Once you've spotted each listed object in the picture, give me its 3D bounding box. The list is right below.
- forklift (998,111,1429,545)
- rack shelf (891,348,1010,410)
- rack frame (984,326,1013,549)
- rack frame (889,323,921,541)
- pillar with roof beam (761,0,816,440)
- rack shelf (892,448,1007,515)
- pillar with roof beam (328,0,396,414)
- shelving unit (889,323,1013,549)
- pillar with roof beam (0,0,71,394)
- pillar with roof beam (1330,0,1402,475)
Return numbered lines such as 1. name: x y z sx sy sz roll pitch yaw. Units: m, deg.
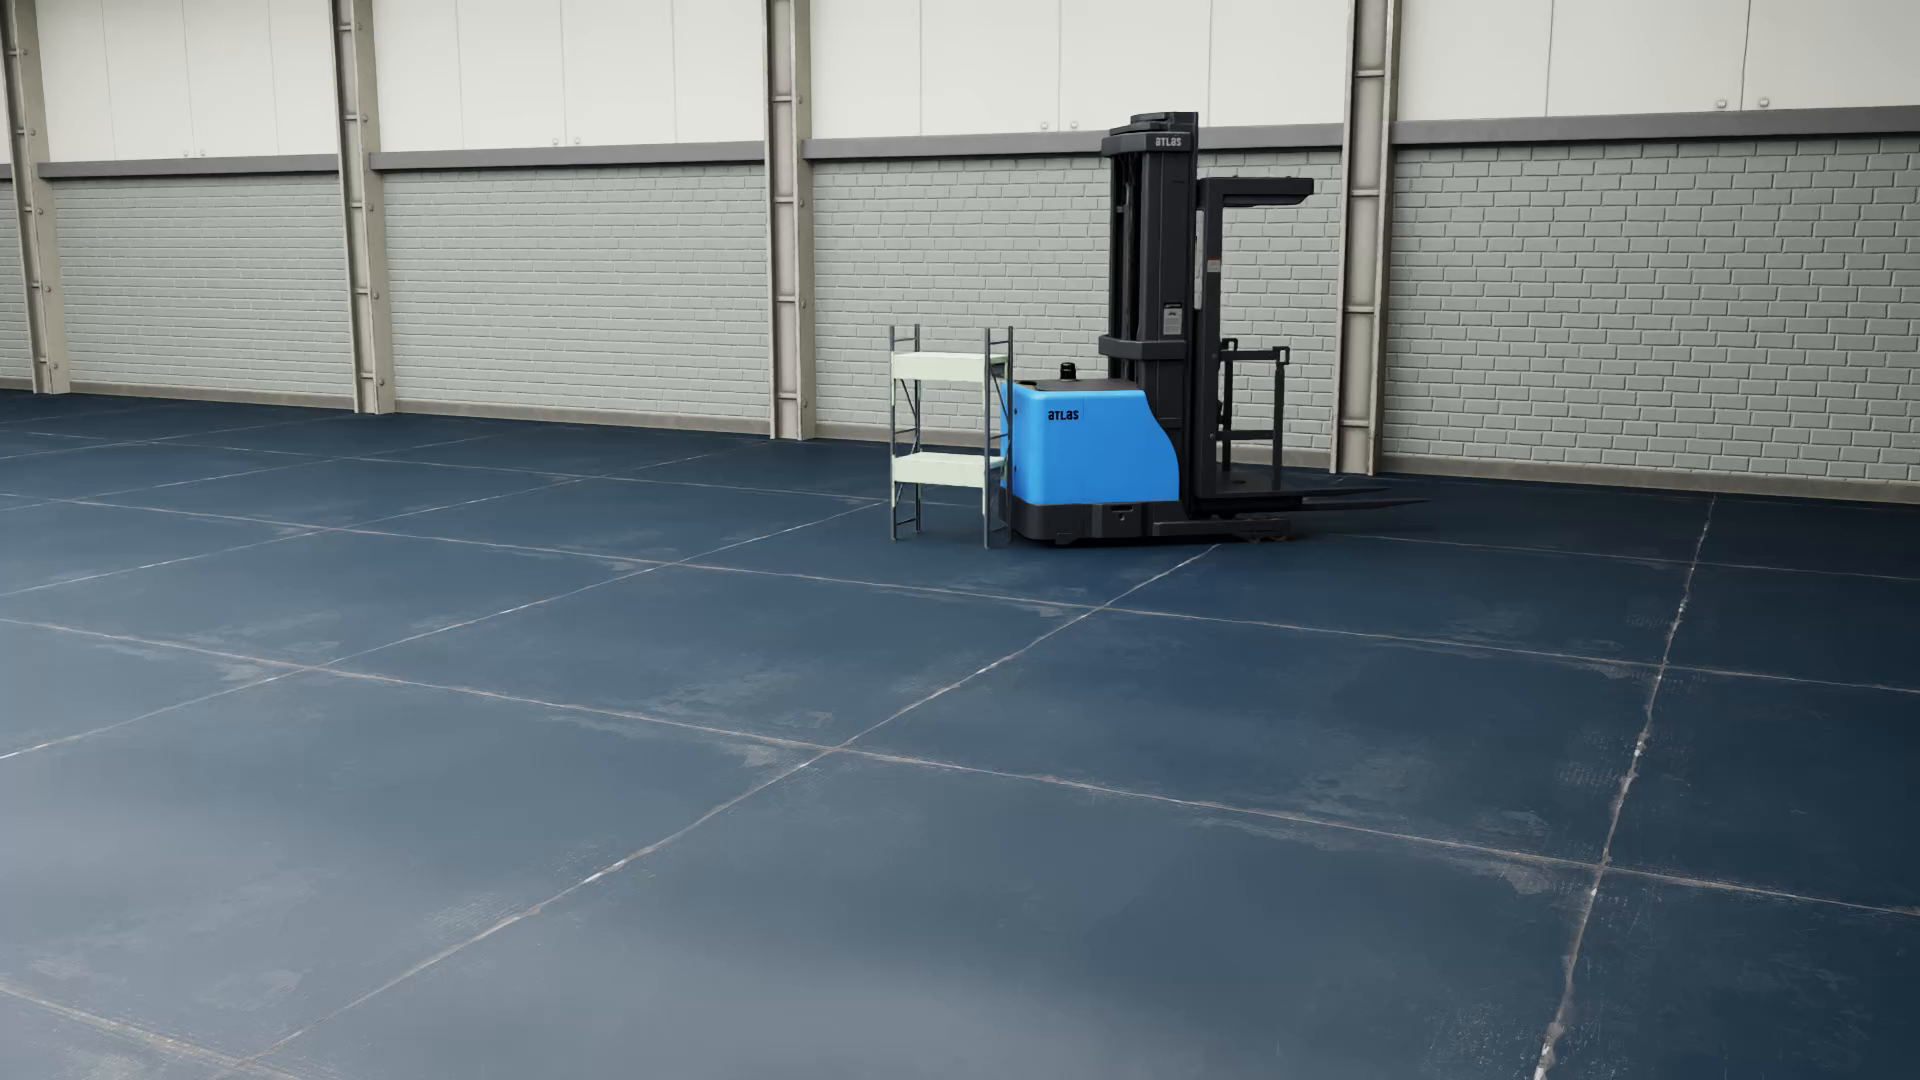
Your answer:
1. forklift: 1.853 -1.515 11.868 3.031 2.935 1.130 -2 10 -11
2. rack shelf: -0.060 -1.120 11.515 0.720 0.370 0.431 5 11 26
3. rack frame: 0.266 -0.706 11.422 0.023 1.500 0.400 5 11 26
4. rack frame: -0.387 -0.765 11.748 0.023 1.500 0.400 5 11 26
5. pillar with roof beam: -3.684 -4.833 13.165 0.400 9.000 9.100 5 11 26
6. rack shelf: -0.060 -0.415 11.643 0.720 0.370 0.431 5 11 26
7. pillar with roof beam: -9.064 -5.306 15.778 0.400 9.000 9.100 5 11 26
8. shelving unit: -0.060 -0.736 11.585 0.755 1.500 0.431 5 11 26
9. pillar with roof beam: -14.445 -5.778 18.390 0.400 9.000 9.100 5 11 26
10. pillar with roof beam: 1.697 -4.360 10.553 0.400 9.000 9.100 5 11 26
